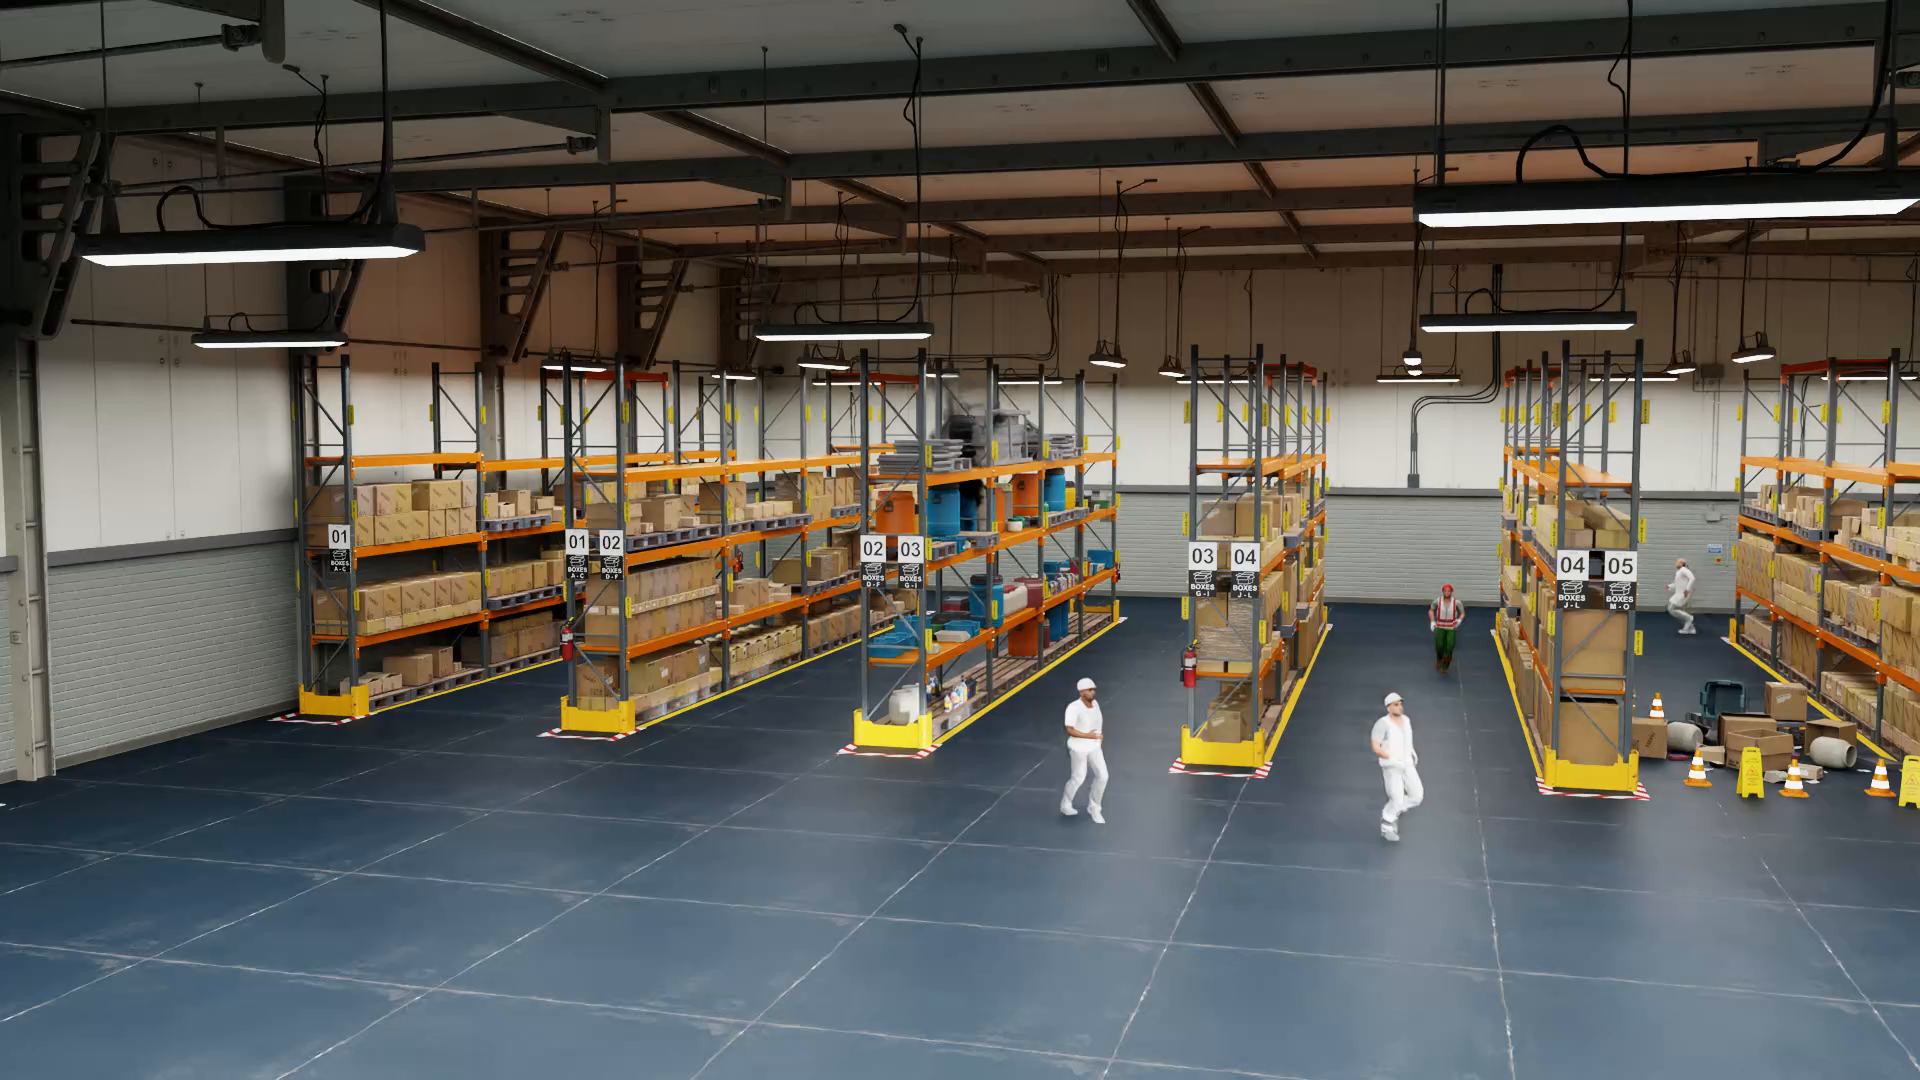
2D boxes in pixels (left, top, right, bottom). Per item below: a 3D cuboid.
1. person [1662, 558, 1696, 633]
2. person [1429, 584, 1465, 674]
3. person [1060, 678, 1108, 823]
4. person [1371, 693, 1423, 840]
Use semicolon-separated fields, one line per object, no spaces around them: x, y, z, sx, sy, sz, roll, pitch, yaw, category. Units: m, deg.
16.470;1.279;38.048;0.748;1.730;0.734;1;4;18;person
9.412;1.718;32.130;0.669;1.749;0.584;1;4;15;person
1.558;2.607;20.464;0.726;1.837;0.744;-4;6;-41;person
5.161;2.666;19.539;0.669;1.742;0.519;-2;5;-28;person
